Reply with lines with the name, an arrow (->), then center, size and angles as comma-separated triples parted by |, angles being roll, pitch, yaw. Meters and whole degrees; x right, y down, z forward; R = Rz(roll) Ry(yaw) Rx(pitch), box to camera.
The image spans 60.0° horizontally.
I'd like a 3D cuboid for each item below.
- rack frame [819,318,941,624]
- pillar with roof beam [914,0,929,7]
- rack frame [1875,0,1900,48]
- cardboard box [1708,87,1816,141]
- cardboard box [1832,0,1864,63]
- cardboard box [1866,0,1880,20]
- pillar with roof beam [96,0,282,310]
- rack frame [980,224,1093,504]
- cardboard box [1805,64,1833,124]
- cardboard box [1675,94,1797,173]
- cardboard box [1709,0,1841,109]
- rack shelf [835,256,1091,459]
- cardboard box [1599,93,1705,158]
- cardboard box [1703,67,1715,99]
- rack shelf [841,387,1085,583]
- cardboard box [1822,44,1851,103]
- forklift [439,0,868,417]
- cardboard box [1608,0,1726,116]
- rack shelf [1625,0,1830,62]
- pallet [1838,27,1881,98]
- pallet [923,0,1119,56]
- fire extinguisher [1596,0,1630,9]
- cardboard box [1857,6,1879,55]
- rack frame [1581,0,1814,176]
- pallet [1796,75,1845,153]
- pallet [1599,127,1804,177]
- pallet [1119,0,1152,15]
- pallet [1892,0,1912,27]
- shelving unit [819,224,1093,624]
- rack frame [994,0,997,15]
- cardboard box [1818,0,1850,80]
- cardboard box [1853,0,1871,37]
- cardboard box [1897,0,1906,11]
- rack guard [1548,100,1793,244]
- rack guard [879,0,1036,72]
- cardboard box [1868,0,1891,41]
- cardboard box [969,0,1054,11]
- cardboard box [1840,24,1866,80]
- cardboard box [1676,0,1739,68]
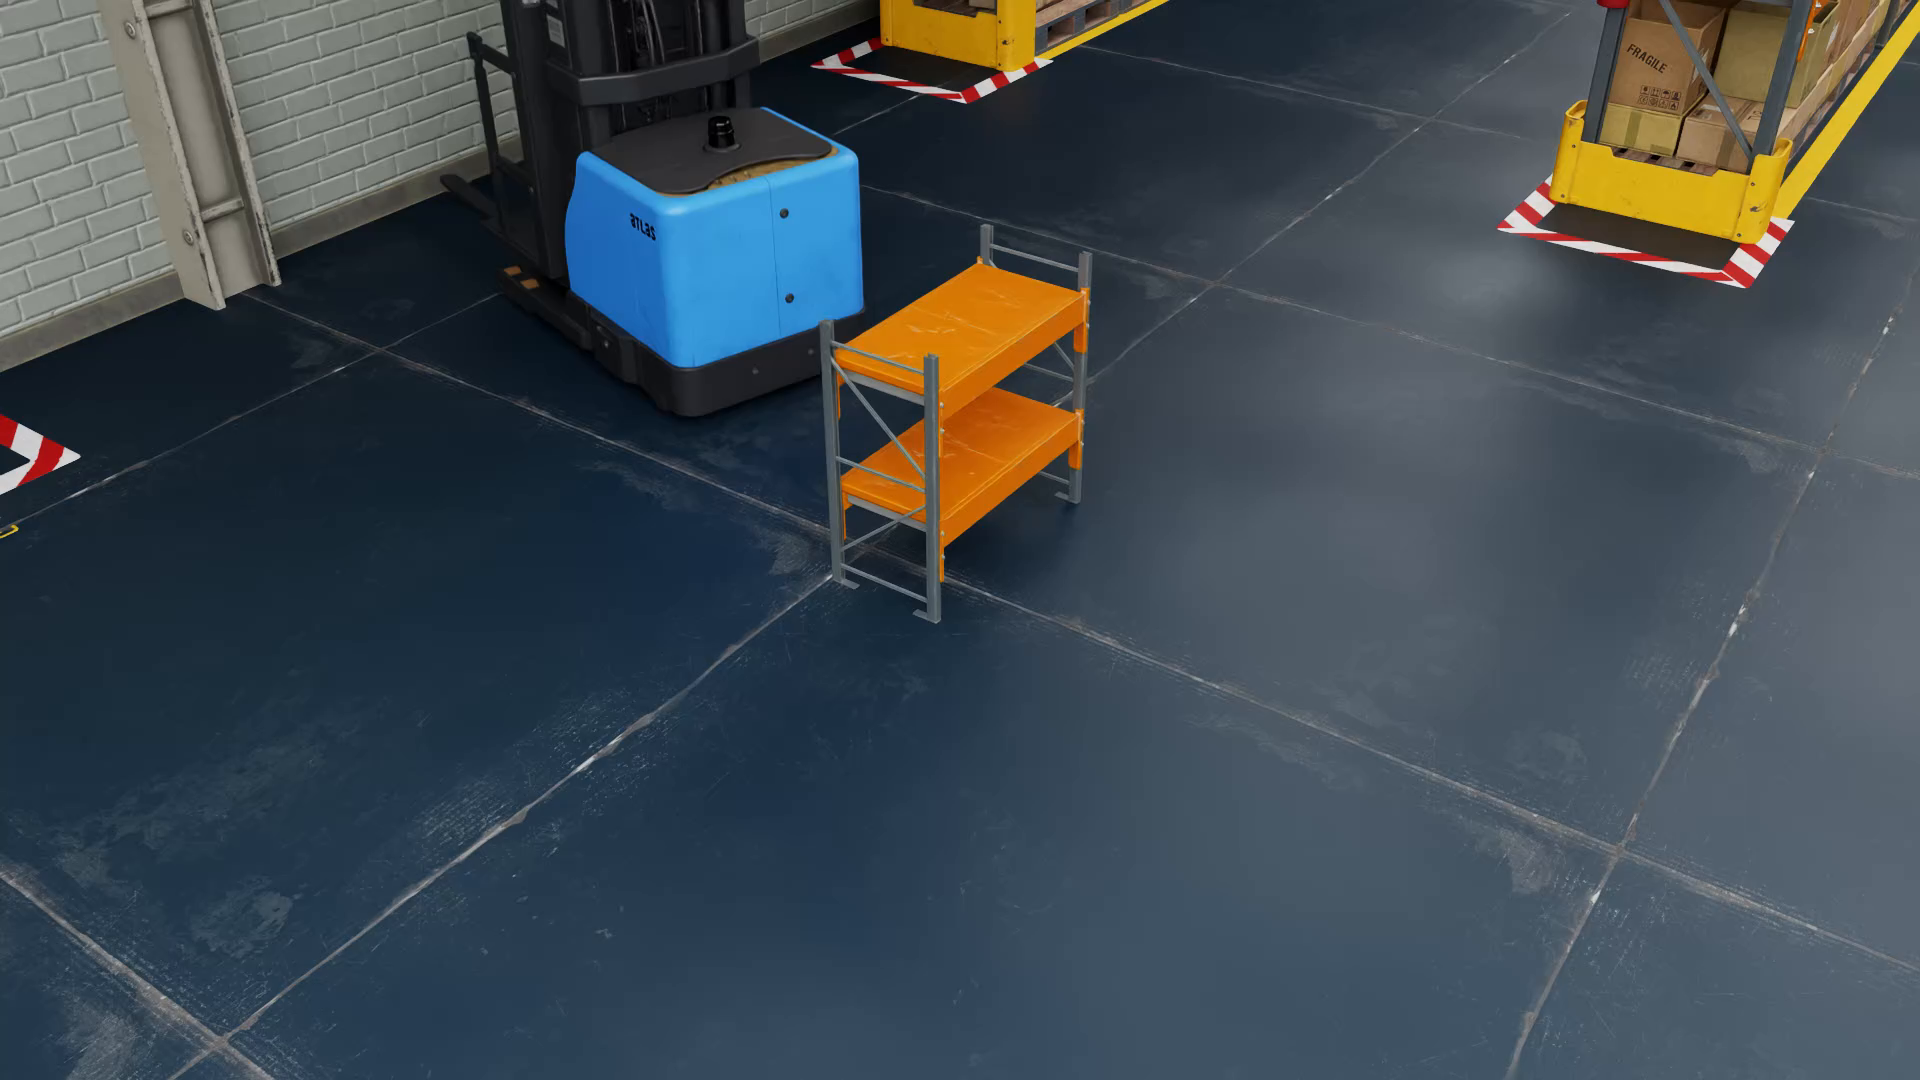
rack frame -> -0.286, -0.235, 6.094 | 0.500, 1.125, 0.032 | 21, 39, 28
pillar with roof beam -> 3.156, -6.424, 8.216 | 9.100, 9.000, 0.400 | 21, 39, 28
rack frame -> 6.283, -4.976, 11.430 | 1.000, 3.000, 0.127 | 21, 39, 28
cardboard box -> 4.773, -2.577, 9.962 | 0.500, 0.250, 0.500 | 21, 39, 28
cardboard box -> 5.348, -3.346, 10.430 | 0.500, 0.500, 0.500 | 21, 39, 28
cardboard box -> 5.904, -3.812, 11.119 | 0.500, 0.500, 0.500 | 21, 39, 28
pillar with roof beam -> -0.265, -3.663, 4.133 | 9.100, 9.000, 0.400 | 21, 39, 28
rack frame -> 0.294, -0.703, 6.785 | 0.500, 1.125, 0.032 | 21, 39, 28
cardboard box -> 5.058, -2.807, 10.302 | 0.500, 0.250, 0.500 | 21, 39, 28
cardboard box -> 4.491, -2.346, 9.620 | 0.500, 0.250, 0.500 | 21, 39, 28
cardboard box -> 4.774, -2.887, 9.751 | 0.500, 0.500, 0.500 | 21, 39, 28
rack shelf -> 0.004, -0.712, 6.276 | 0.538, 0.278, 1.000 | 21, 39, 28
cardboard box -> 4.065, -2.511, 9.865 | 0.500, 0.250, 0.500 | 21, 39, 28
cardboard box -> 4.341, -2.745, 10.211 | 0.500, 0.250, 0.500 | 21, 39, 28
rack shelf -> 0.004, -0.267, 6.576 | 0.538, 0.278, 1.000 | 21, 39, 28
cardboard box -> 5.348, -3.035, 10.640 | 0.500, 0.250, 0.500 | 21, 39, 28
forklift -> -1.742, -2.529, 7.873 | 1.130, 2.935, 3.031 | -24, 41, -31
cardboard box -> 4.064, -2.822, 9.656 | 0.500, 0.500, 0.500 | 21, 39, 28
rack shelf -> 5.143, -3.757, 10.270 | 1.077, 0.370, 4.000 | 21, 39, 28
pallet -> 5.795, -3.468, 11.690 | 1.003, 0.211, 1.213 | 21, 39, 28
pallet -> 0.466, -3.958, 12.414 | 1.003, 0.211, 1.213 | 21, 39, 28
fire extinguisher -> 3.553, -3.197, 8.869 | 0.296, 0.674, 0.183 | 21, 39, 28
cardboard box -> 5.905, -3.500, 11.328 | 0.500, 0.250, 0.500 | 21, 39, 28
rack frame -> 4.002, -3.135, 8.708 | 1.000, 3.000, 0.127 | 21, 39, 28
pallet -> 5.100, -2.904, 10.856 | 1.003, 0.211, 1.213 | 21, 39, 28
pallet -> 4.404, -2.345, 10.029 | 1.003, 0.211, 1.213 | 21, 39, 28
pallet -> 1.163, -4.517, 13.241 | 1.003, 0.211, 1.213 | 21, 39, 28
pallet -> 6.671, -4.172, 12.731 | 1.003, 0.211, 1.213 | 21, 39, 28
shelving unit -> 0.004, -0.469, 6.439 | 0.538, 1.125, 1.048 | 21, 39, 28
rack frame -> -0.069, -4.715, 11.045 | 1.000, 3.000, 0.127 | 21, 39, 28
cardboard box -> 5.049, -3.121, 10.098 | 0.500, 0.500, 0.500 | 21, 39, 28
cardboard box -> 5.622, -3.580, 10.777 | 0.500, 0.500, 0.500 | 21, 39, 28
cardboard box -> 6.717, -4.117, 12.240 | 0.500, 0.250, 0.500 | 20, 39, 27
rack guard -> 3.989, -2.088, 9.392 | 1.175, 0.500, 0.348 | 21, 39, 28
rack guard -> -0.026, -3.715, 11.797 | 1.175, 0.500, 0.348 | 21, 39, 28
cardboard box -> 6.198, -3.727, 11.664 | 0.500, 0.250, 0.500 | 21, 39, 28
cardboard box -> 0.399, -4.073, 12.103 | 0.500, 0.311, 0.500 | 17, 37, 23
cardboard box -> 5.632, -3.266, 10.981 | 0.500, 0.250, 0.500 | 21, 39, 28
cardboard box -> 4.622, -3.287, 10.343 | 0.500, 0.500, 0.500 | 21, 39, 28
